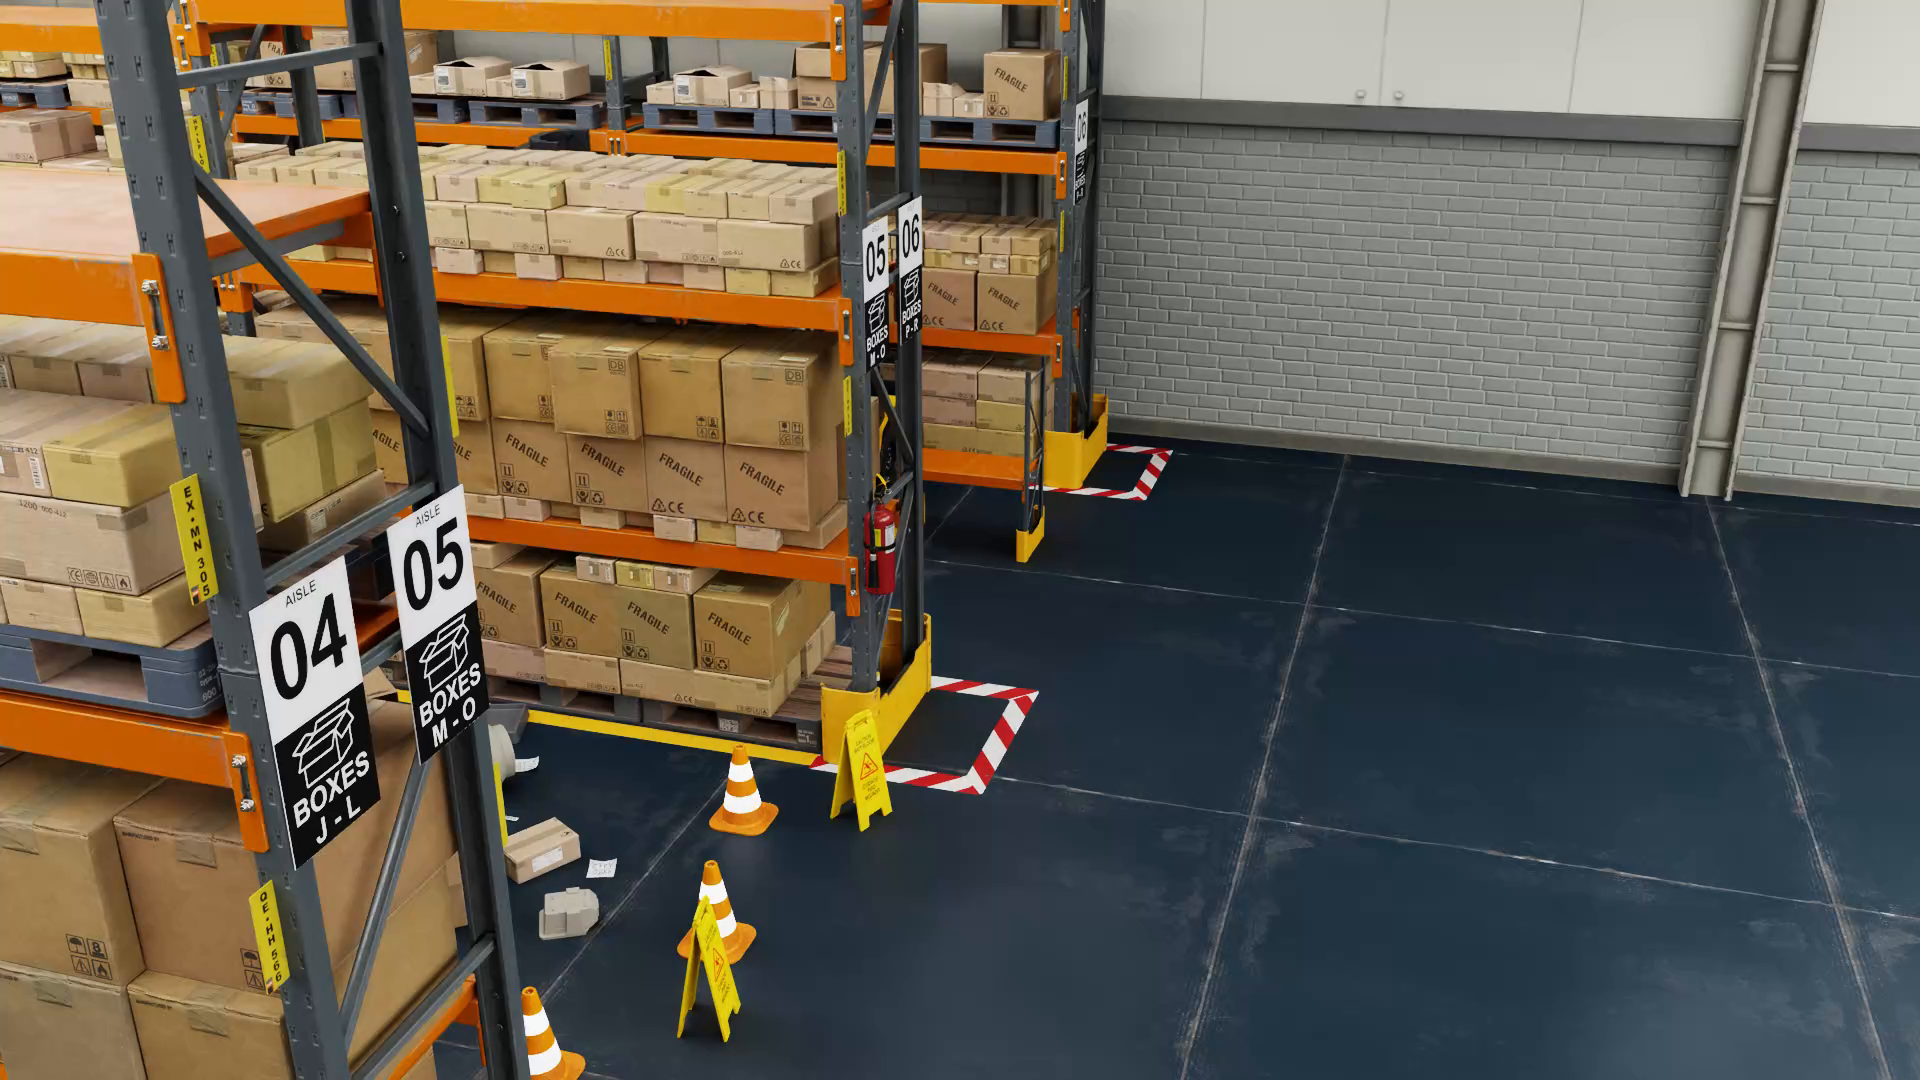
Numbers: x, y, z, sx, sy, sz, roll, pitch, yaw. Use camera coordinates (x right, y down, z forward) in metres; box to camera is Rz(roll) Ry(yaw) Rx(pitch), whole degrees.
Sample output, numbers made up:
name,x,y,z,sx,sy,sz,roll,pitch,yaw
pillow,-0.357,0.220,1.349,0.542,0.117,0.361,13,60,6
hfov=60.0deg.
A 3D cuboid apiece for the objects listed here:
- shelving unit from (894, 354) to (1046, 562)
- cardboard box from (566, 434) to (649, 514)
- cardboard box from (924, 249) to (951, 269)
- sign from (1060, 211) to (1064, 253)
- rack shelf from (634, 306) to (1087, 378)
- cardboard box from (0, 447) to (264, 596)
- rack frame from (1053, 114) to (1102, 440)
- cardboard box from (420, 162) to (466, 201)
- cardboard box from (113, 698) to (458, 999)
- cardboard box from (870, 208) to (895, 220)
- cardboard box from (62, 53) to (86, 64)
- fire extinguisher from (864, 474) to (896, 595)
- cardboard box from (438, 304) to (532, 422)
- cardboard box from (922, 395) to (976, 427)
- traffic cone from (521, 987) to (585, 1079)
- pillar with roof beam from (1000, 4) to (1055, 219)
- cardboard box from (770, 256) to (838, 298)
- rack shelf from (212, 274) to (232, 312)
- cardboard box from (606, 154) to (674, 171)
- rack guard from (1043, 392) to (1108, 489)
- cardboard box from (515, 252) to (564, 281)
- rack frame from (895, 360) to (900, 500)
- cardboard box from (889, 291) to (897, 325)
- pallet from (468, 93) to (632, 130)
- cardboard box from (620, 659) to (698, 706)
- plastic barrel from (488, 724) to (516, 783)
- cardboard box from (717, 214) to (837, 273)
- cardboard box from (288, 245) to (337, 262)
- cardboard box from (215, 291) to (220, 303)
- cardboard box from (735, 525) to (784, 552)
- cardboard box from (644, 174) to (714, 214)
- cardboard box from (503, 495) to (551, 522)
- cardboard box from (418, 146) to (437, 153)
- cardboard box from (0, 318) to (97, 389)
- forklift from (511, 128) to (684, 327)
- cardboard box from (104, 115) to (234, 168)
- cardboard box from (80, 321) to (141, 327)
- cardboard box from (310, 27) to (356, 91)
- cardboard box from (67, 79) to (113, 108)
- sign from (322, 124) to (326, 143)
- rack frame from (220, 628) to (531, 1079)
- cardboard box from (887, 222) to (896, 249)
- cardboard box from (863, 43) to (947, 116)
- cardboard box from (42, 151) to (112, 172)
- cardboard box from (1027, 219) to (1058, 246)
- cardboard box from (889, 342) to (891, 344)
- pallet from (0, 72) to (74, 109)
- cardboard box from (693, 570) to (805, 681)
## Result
name,x,y,z,sx,sy,sz,roll,pitch,yaw
shelving unit,0.073,-0.686,12.870,1.083,1.500,0.587,7,23,16
cardboard box,-1.987,-0.501,9.919,0.500,0.500,0.500,6,23,15
cardboard box,-0.132,-2.430,14.161,0.250,0.149,0.380,6,23,15
sign,0.829,-2.498,13.475,0.005,0.325,0.100,7,23,16
rack shelf,-0.916,-1.935,14.888,4.000,0.370,1.077,7,23,16
cardboard box,-2.314,-0.084,4.595,0.500,0.250,0.500,7,23,16
rack frame,0.999,-2.049,14.217,0.127,3.000,1.000,7,23,16
cardboard box,-3.050,-2.073,9.604,0.250,0.149,0.380,6,23,14
cardboard box,-2.108,0.941,5.308,0.550,0.550,0.875,7,23,16
cardboard box,-0.733,-2.827,14.736,0.250,0.149,0.380,7,23,16
cardboard box,-8.317,-4.638,15.858,0.250,0.149,0.380,7,23,16
fire extinguisher,-0.455,-0.029,9.395,0.183,0.674,0.296,7,23,16
cardboard box,-2.947,-1.074,9.999,0.500,0.500,0.700,6,23,14
cardboard box,-0.034,-1.201,14.561,0.500,0.250,0.500,6,23,15
traffic cone,-1.863,2.164,7.289,0.334,0.463,0.336,7,23,16
pillar with roof beam,-0.651,-3.664,10.249,0.400,9.000,9.100,7,23,16
cardboard box,-0.854,-1.454,9.145,0.250,0.149,0.380,7,23,16
rack shelf,-6.176,-1.957,10.990,4.000,0.370,1.077,7,23,16
cardboard box,-1.890,-2.175,9.853,0.250,0.149,0.380,7,23,17
rack guard,1.022,-0.889,14.685,0.348,0.500,1.175,7,23,16
cardboard box,-2.337,-1.606,9.516,0.250,0.149,0.380,6,23,15
rack frame,-0.405,-0.740,13.003,0.032,1.500,0.500,7,23,16
cardboard box,-0.533,-2.170,14.380,0.500,0.500,0.500,6,23,14
pallet,-3.679,-3.878,14.977,1.217,0.209,0.805,6,23,13
cardboard box,-1.777,0.783,10.384,0.500,0.250,0.500,7,23,16
plastic barrel,-2.846,1.271,9.519,0.512,0.421,0.421,-14,26,-30
cardboard box,-0.999,-1.659,9.120,0.500,0.250,0.500,6,23,15
cardboard box,-3.799,-1.781,9.944,0.250,0.149,0.380,7,23,16
cardboard box,-7.577,-2.471,17.132,0.250,0.149,0.380,7,23,16
cardboard box,-1.126,-0.079,9.747,0.250,0.149,0.380,6,23,15
cardboard box,-1.554,-1.925,9.243,0.250,0.149,0.380,7,23,16
cardboard box,-2.581,-0.255,10.175,0.250,0.149,0.380,6,23,15
cardboard box,-3.400,-2.307,10.173,0.250,0.149,0.380,7,23,17
cardboard box,-2.965,-0.580,5.279,0.250,0.149,0.380,6,23,15
forklift,-2.783,-1.879,13.895,3.031,2.935,1.130,3,22,7
cardboard box,-4.852,-2.444,10.215,0.500,0.250,0.500,7,23,17
cardboard box,-5.432,-1.401,10.706,0.250,0.149,0.380,6,23,14
cardboard box,-5.525,-4.413,15.212,0.500,0.500,0.700,6,23,14
cardboard box,-8.182,-4.322,16.003,0.500,0.250,0.500,7,23,16
sign,-4.111,-2.508,10.703,0.005,0.325,0.100,7,23,16
rack frame,-1.764,1.565,5.407,0.127,3.000,1.000,7,23,16
cardboard box,-0.656,-2.599,14.179,0.250,0.149,0.380,7,23,17
cardboard box,-0.447,-3.832,13.794,0.500,0.500,0.700,7,23,16
cardboard box,-5.345,-2.265,10.435,0.500,0.250,0.500,7,23,16
cardboard box,0.739,-2.647,14.297,0.250,0.149,0.380,6,23,14
cardboard box,-0.850,-1.726,15.182,0.500,0.250,0.500,6,23,14
pallet,-8.892,-4.455,16.379,1.003,0.211,1.213,7,23,16
cardboard box,-1.274,0.493,10.102,0.500,0.500,0.500,7,23,16
